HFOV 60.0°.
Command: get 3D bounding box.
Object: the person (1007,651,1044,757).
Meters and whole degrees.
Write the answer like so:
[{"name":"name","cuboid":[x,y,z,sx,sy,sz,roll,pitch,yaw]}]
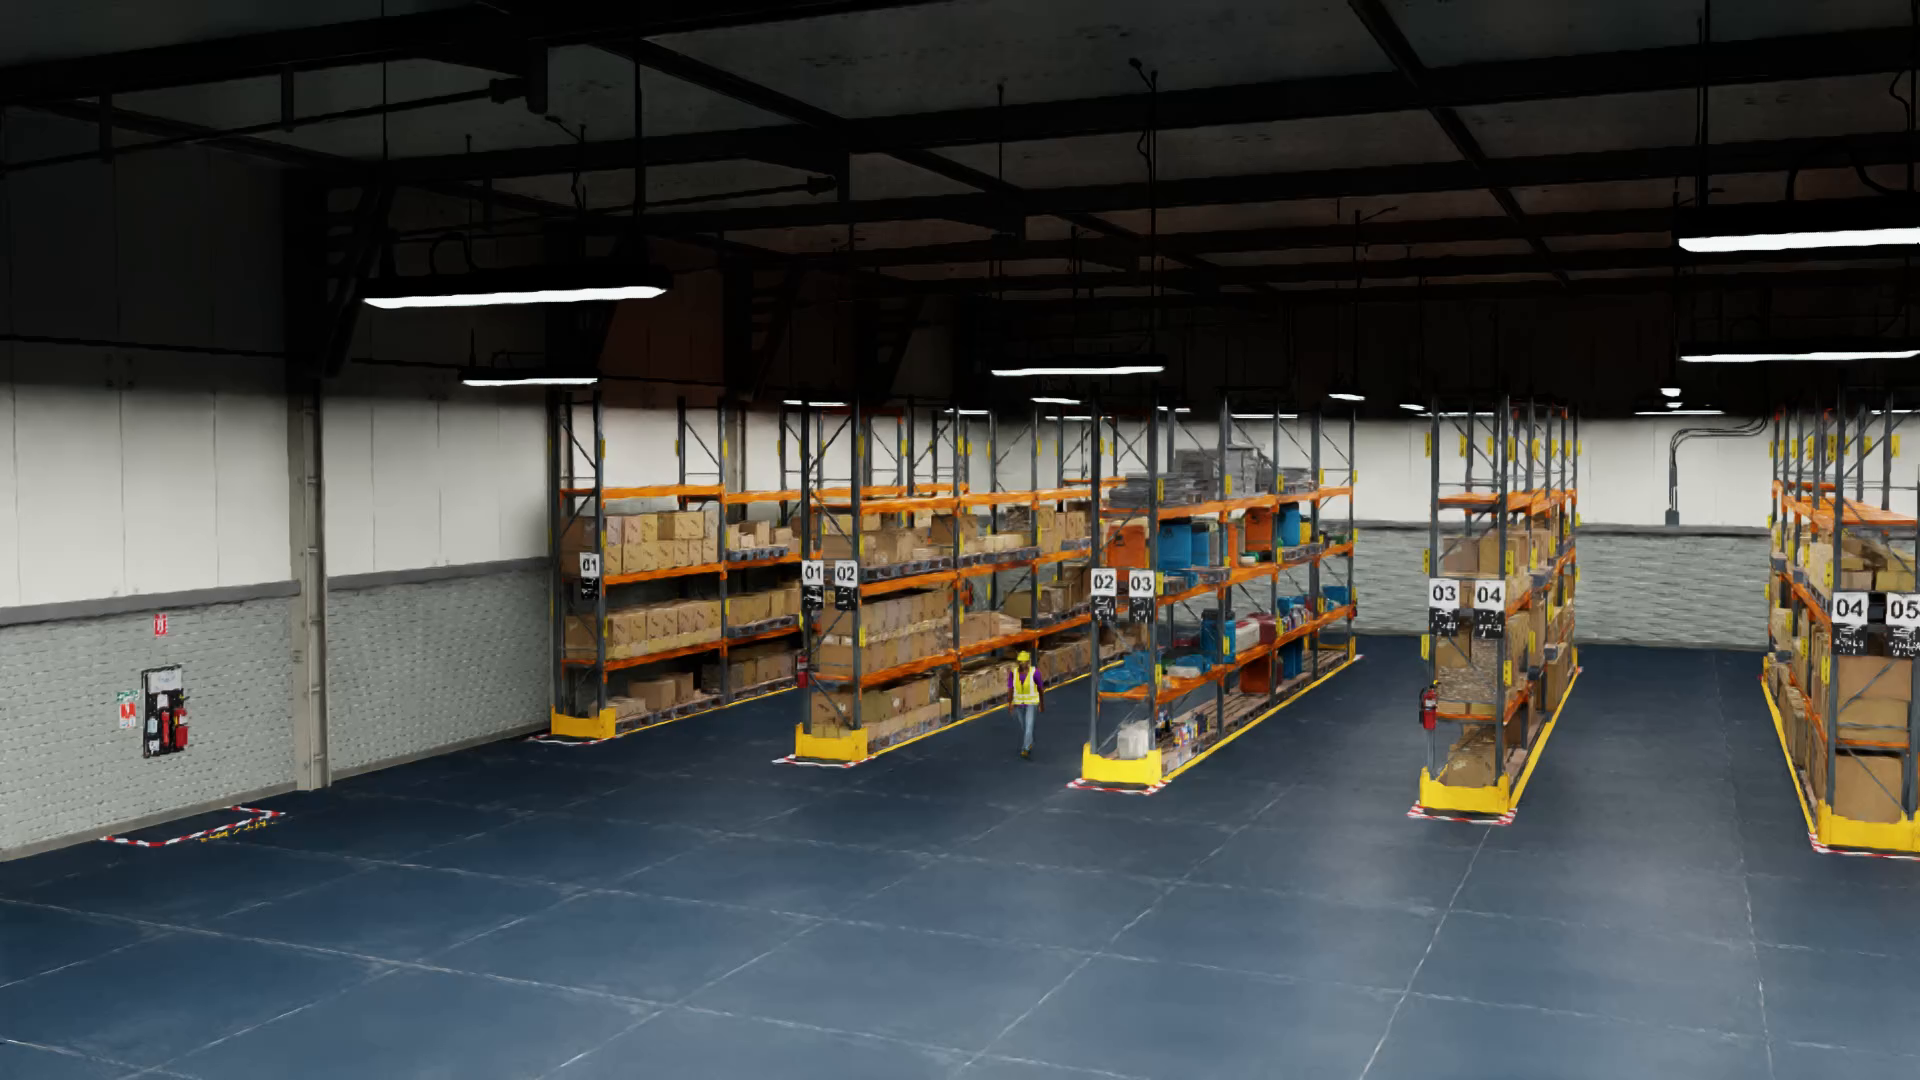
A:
[{"name":"person","cuboid":[1.041,2.643,27.119,0.582,1.683,1.113,1,3,21]}]
